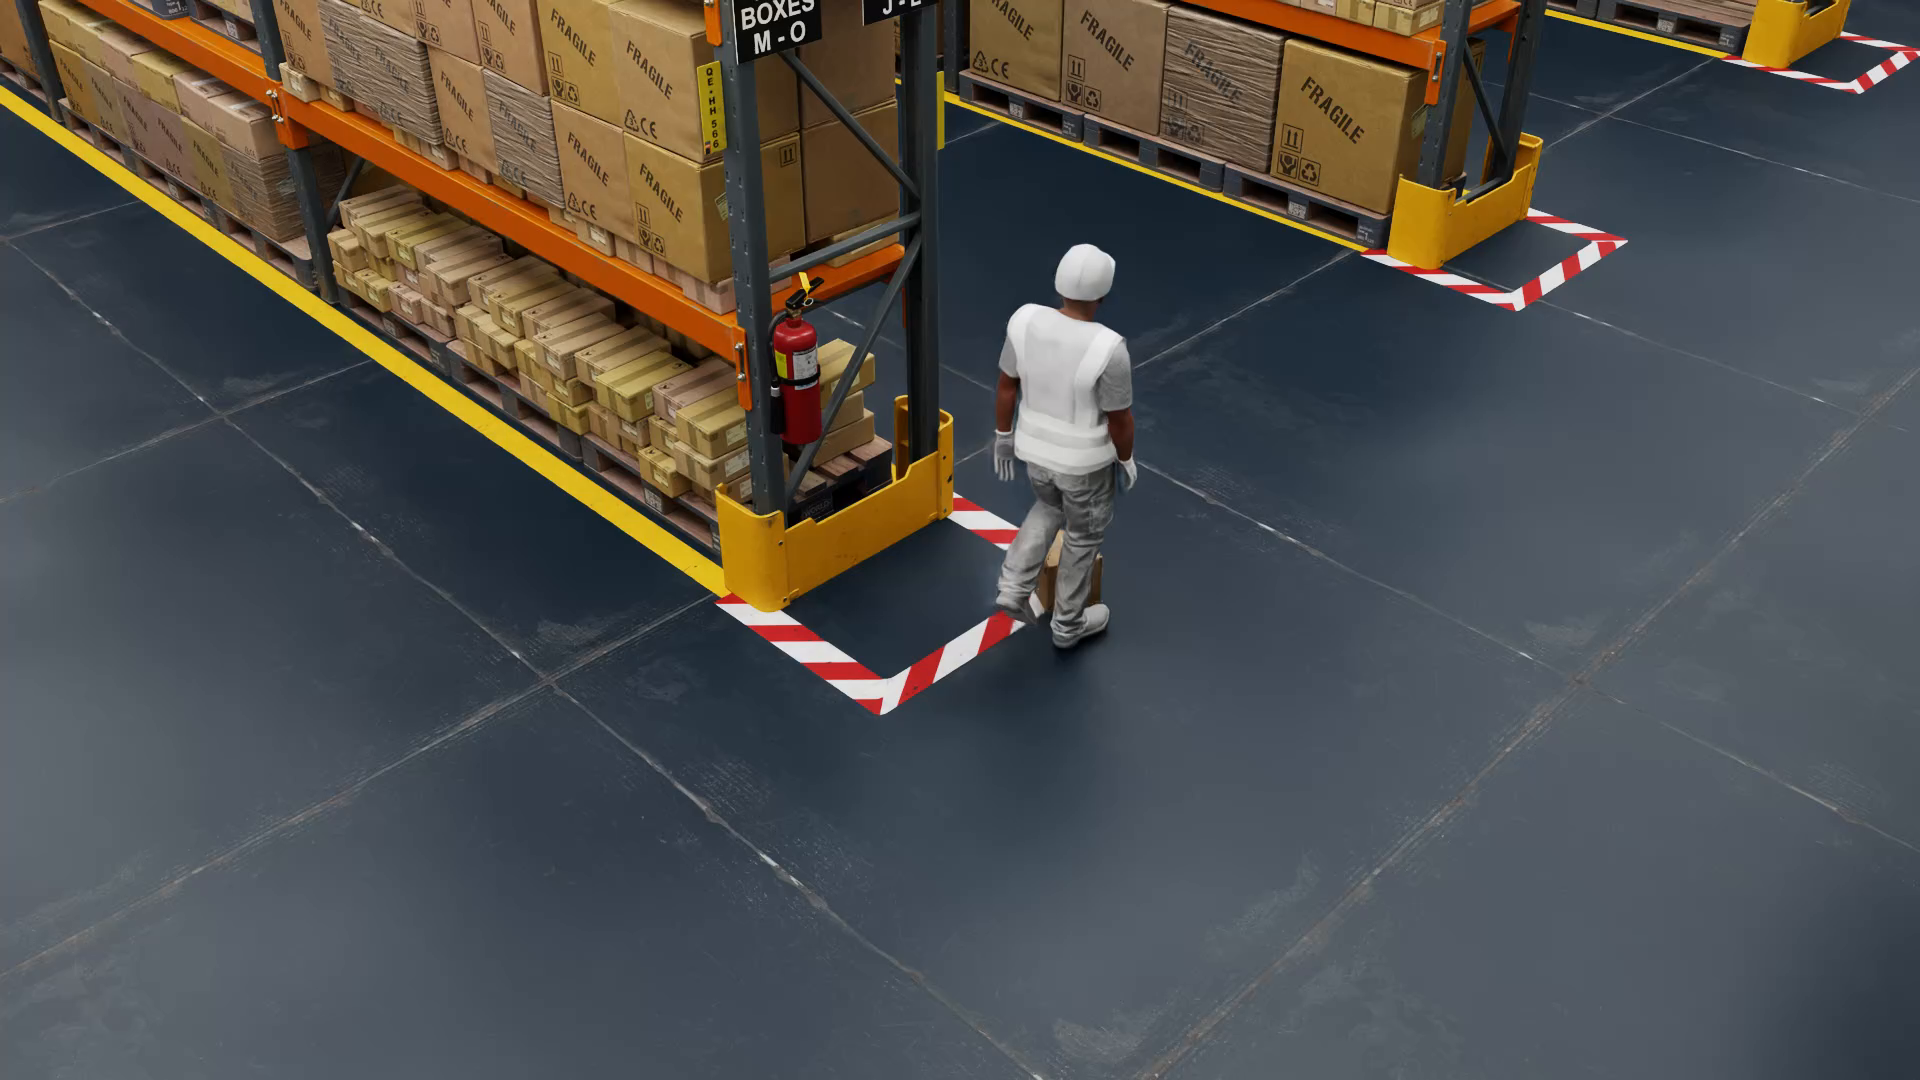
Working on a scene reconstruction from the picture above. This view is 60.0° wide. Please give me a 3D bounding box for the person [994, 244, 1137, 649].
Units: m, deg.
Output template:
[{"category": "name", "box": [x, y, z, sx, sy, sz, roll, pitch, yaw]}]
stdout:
[{"category": "person", "box": [0.408, -0.343, 6.578, 0.557, 1.779, 0.492, 25, 42, 31]}]
